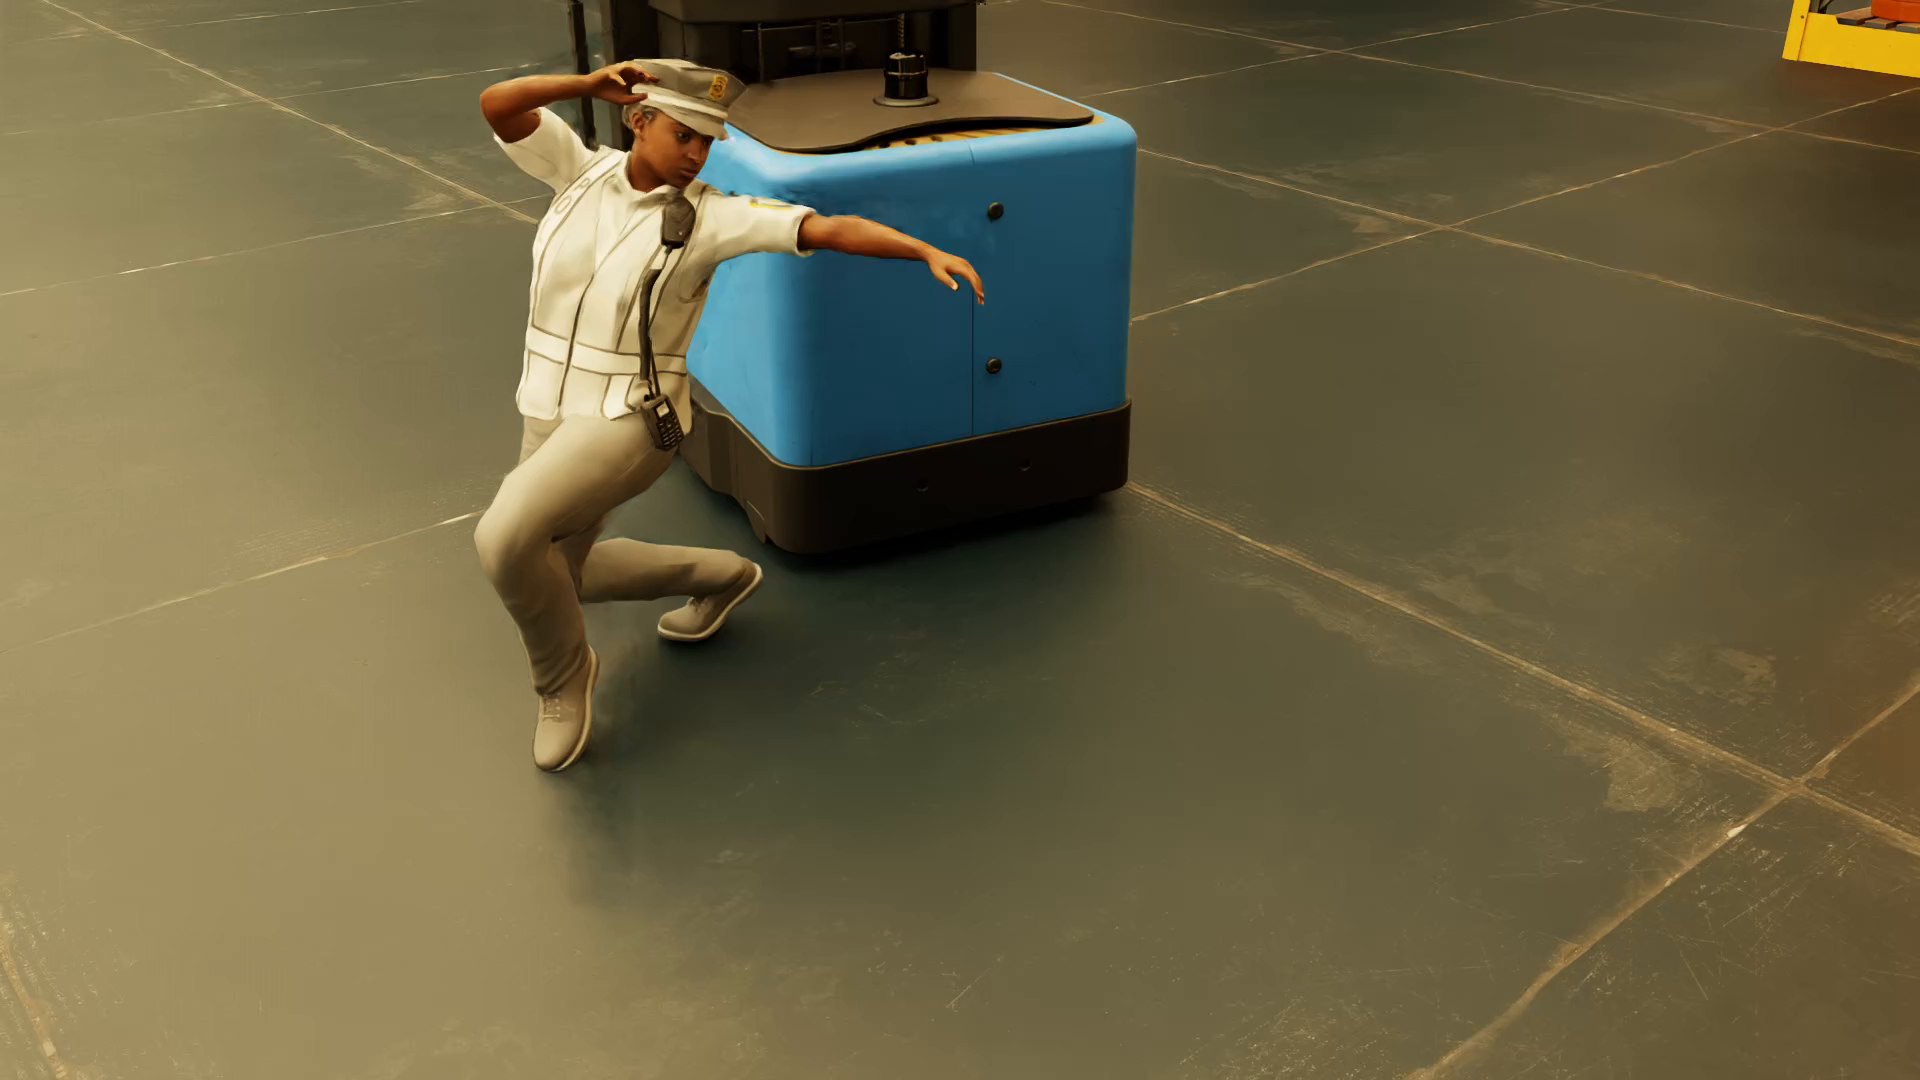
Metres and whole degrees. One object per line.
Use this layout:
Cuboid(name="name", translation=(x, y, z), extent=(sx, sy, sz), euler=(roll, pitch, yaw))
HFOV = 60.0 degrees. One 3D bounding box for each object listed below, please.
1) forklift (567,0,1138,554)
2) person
Cuboid(name="forklift", translation=(-0.636, -1.901, 5.035), extent=(1.130, 2.935, 3.031), euler=(-12, 29, -24))
Cuboid(name="person", translation=(-0.542, -0.235, 3.396), extent=(1.003, 1.443, 0.841), euler=(16, 31, 30))
